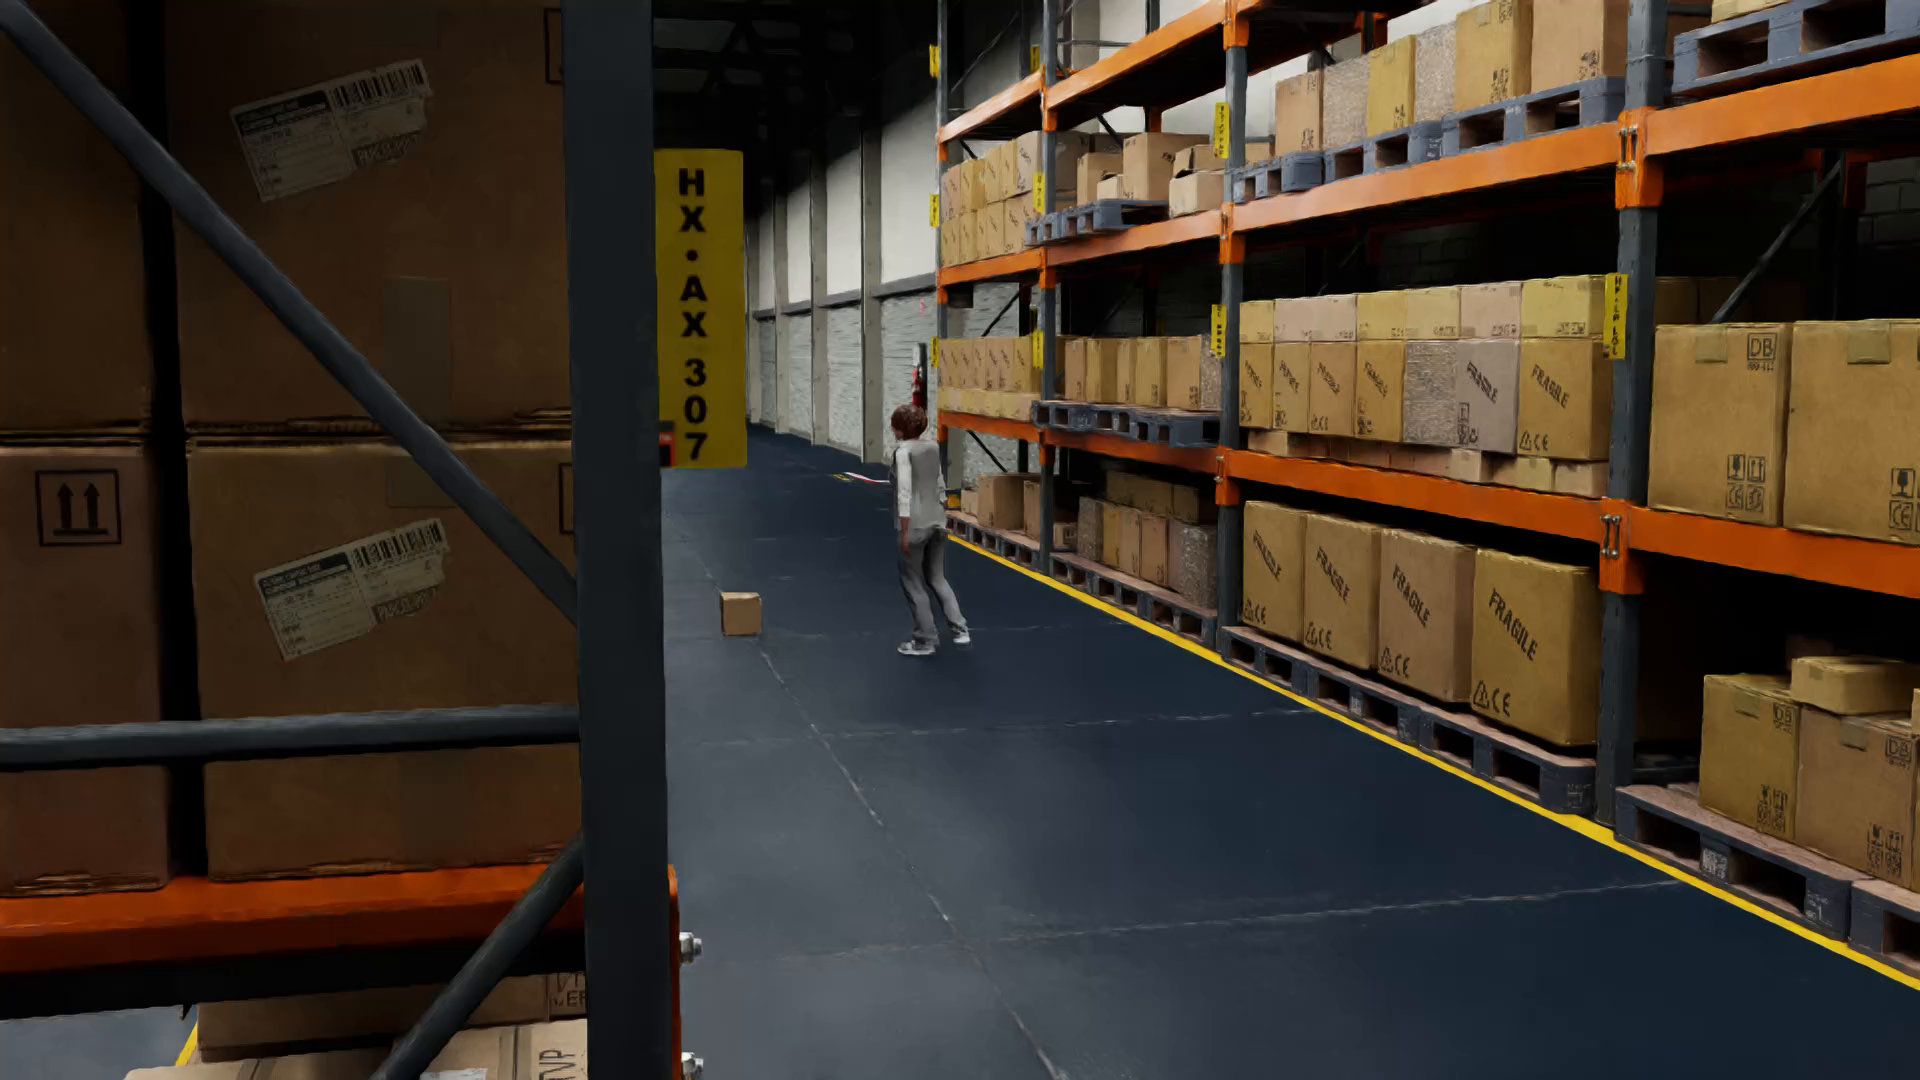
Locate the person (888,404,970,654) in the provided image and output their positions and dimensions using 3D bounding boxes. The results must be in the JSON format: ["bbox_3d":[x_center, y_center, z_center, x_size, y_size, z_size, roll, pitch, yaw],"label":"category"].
[{"bbox_3d":[-0.186,-0.059,10.408,0.499,1.587,0.471,5,8,40],"label":"person"}]
